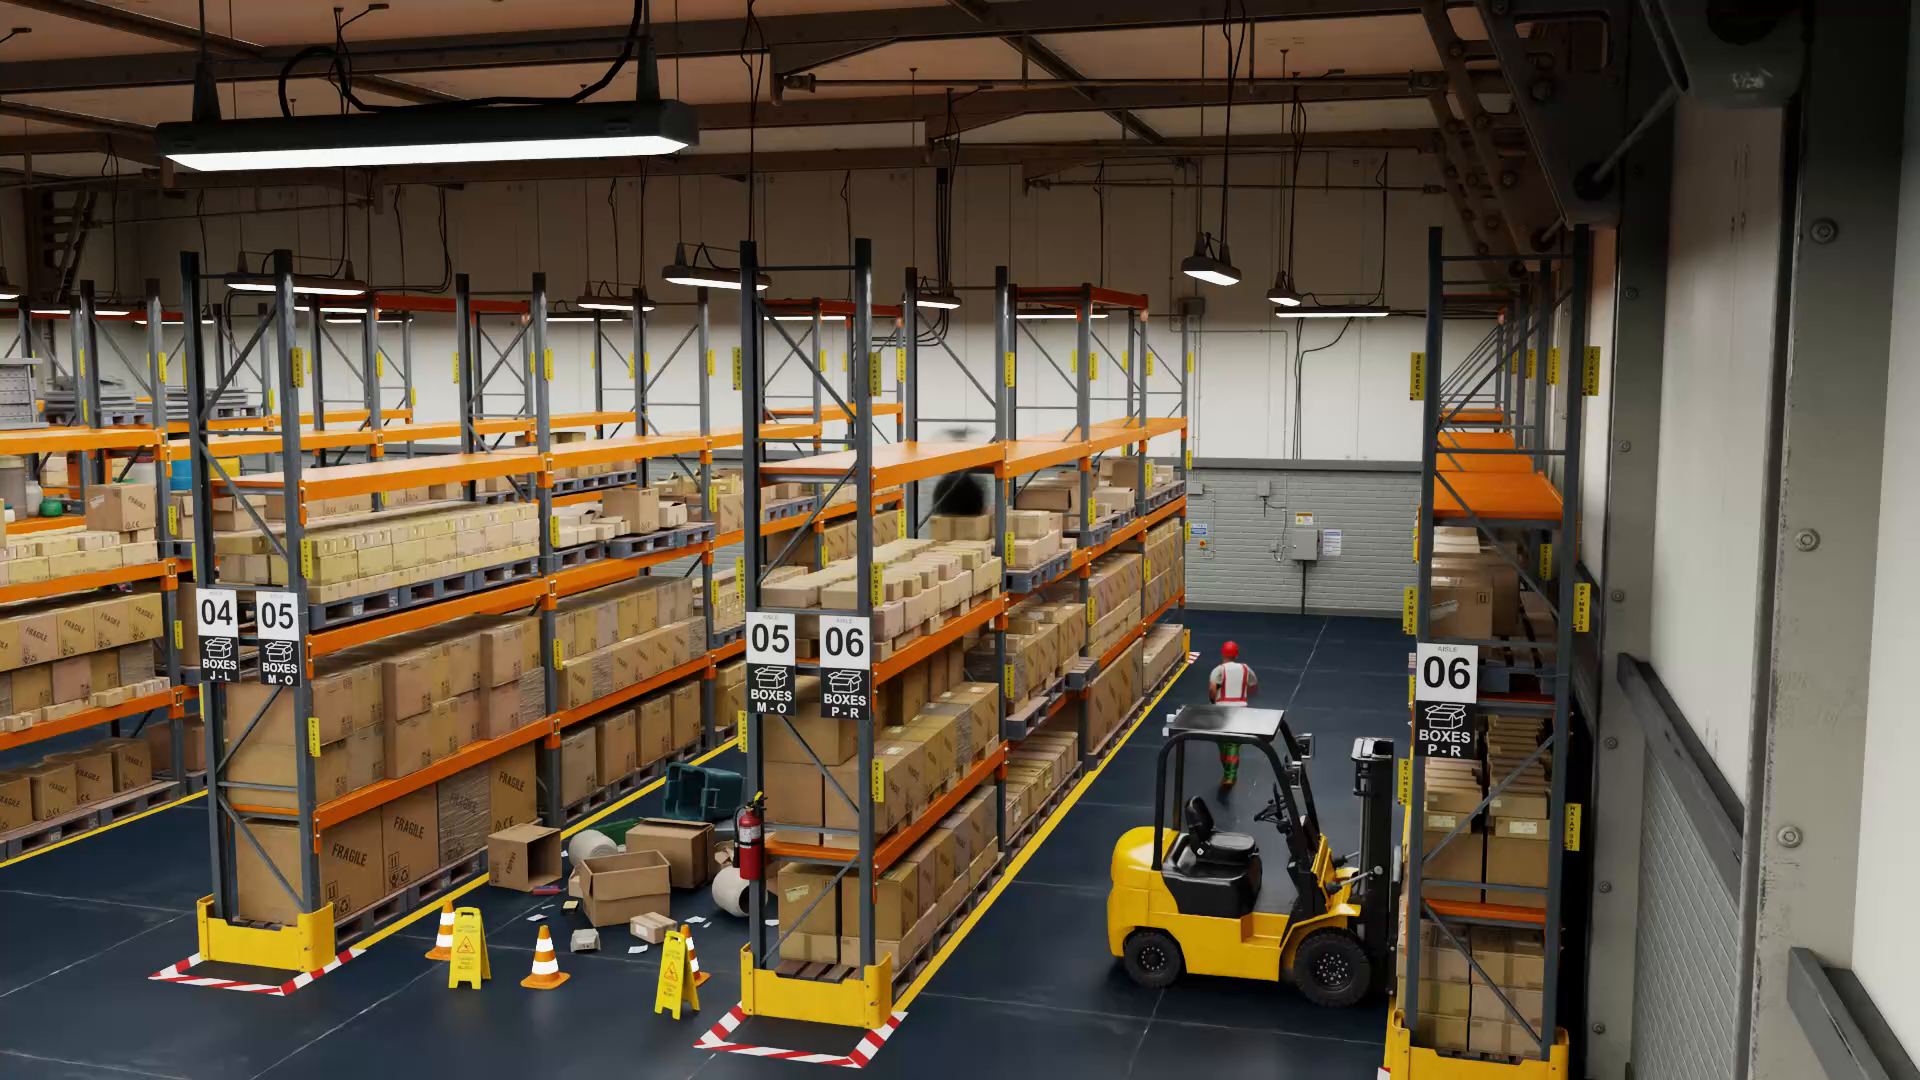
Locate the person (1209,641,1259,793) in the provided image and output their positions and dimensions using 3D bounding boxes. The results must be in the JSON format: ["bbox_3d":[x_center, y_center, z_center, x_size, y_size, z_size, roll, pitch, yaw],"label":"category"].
[{"bbox_3d":[3.232,2.089,19.631,0.623,1.751,0.863,0,6,2],"label":"person"}]

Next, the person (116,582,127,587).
[{"bbox_3d":[-14.672,1.122,29.377,0.517,1.559,0.659,1,6,9],"label":"person"}]
